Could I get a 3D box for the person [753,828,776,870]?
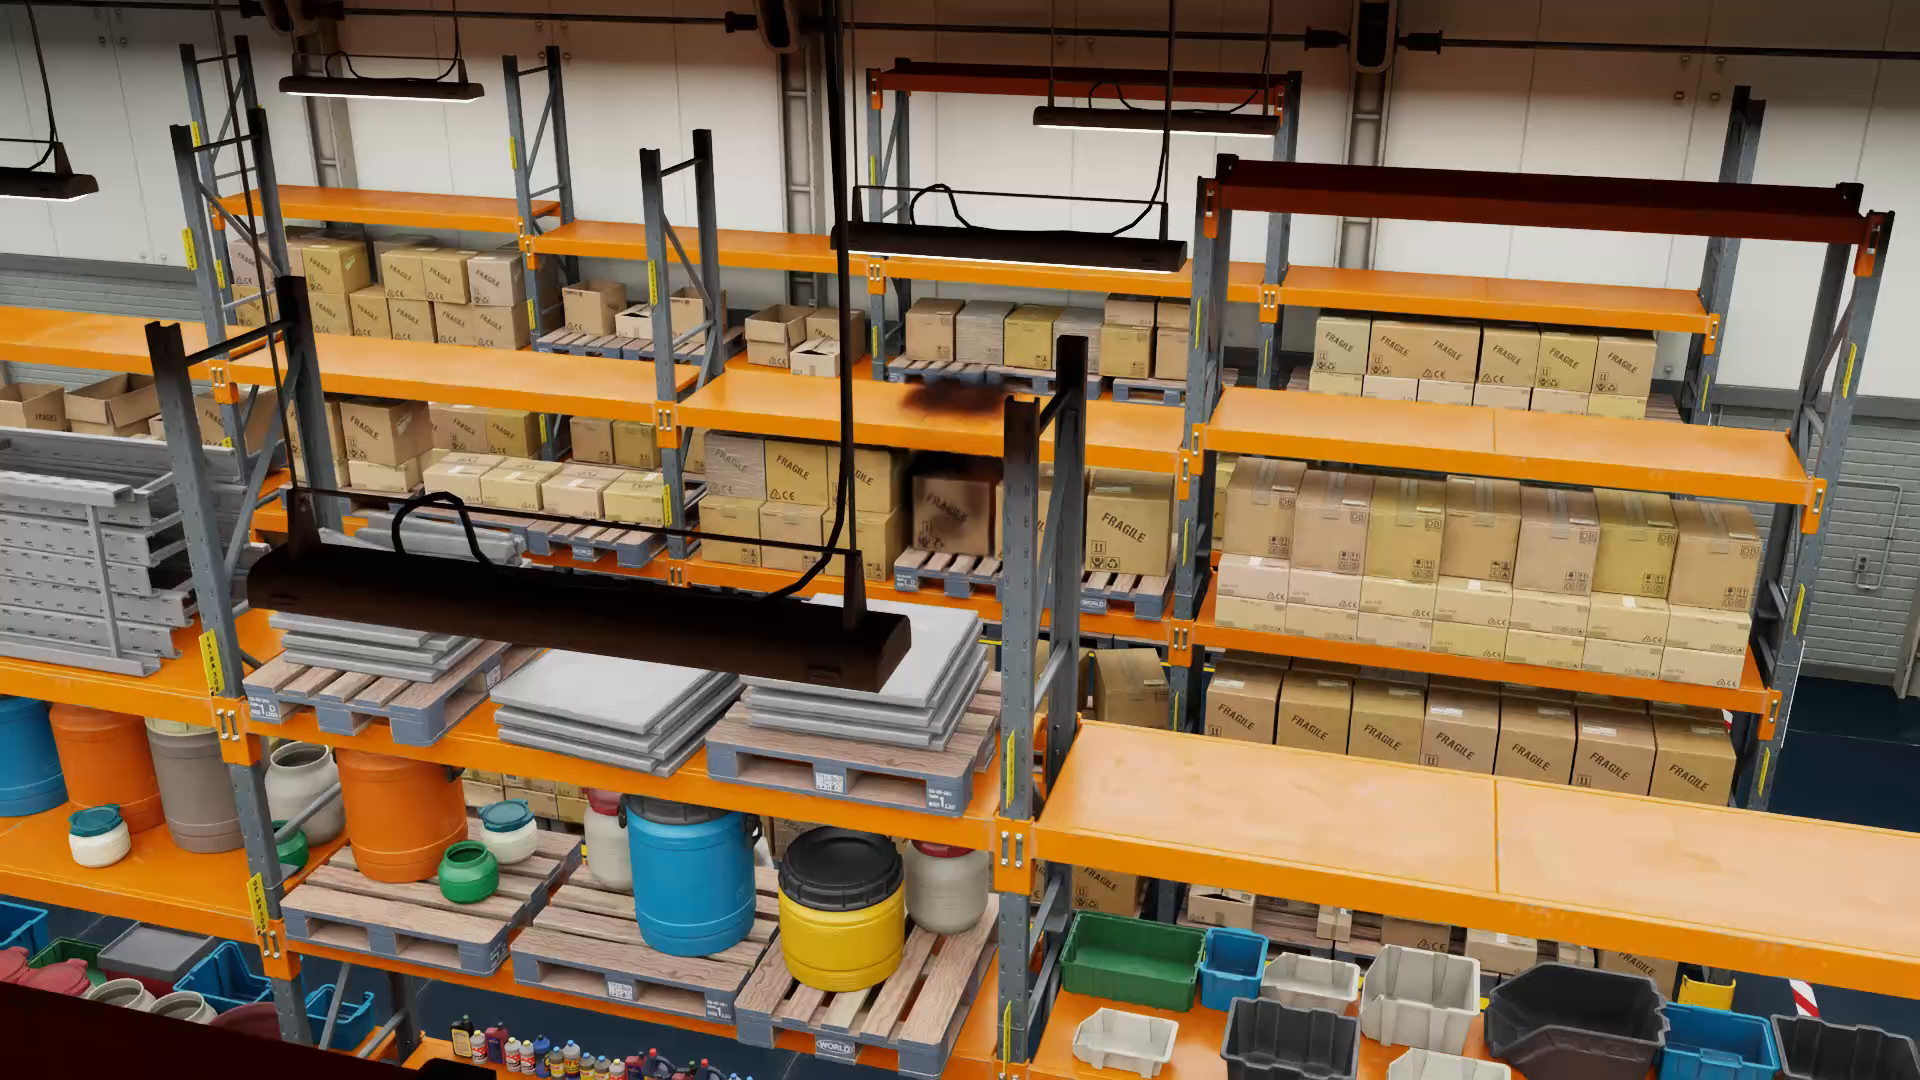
[{"bbox_3d":[-1.583,2.519,12.306,0.534,1.770,0.607,-19,29,-39],"label":"person"}]
